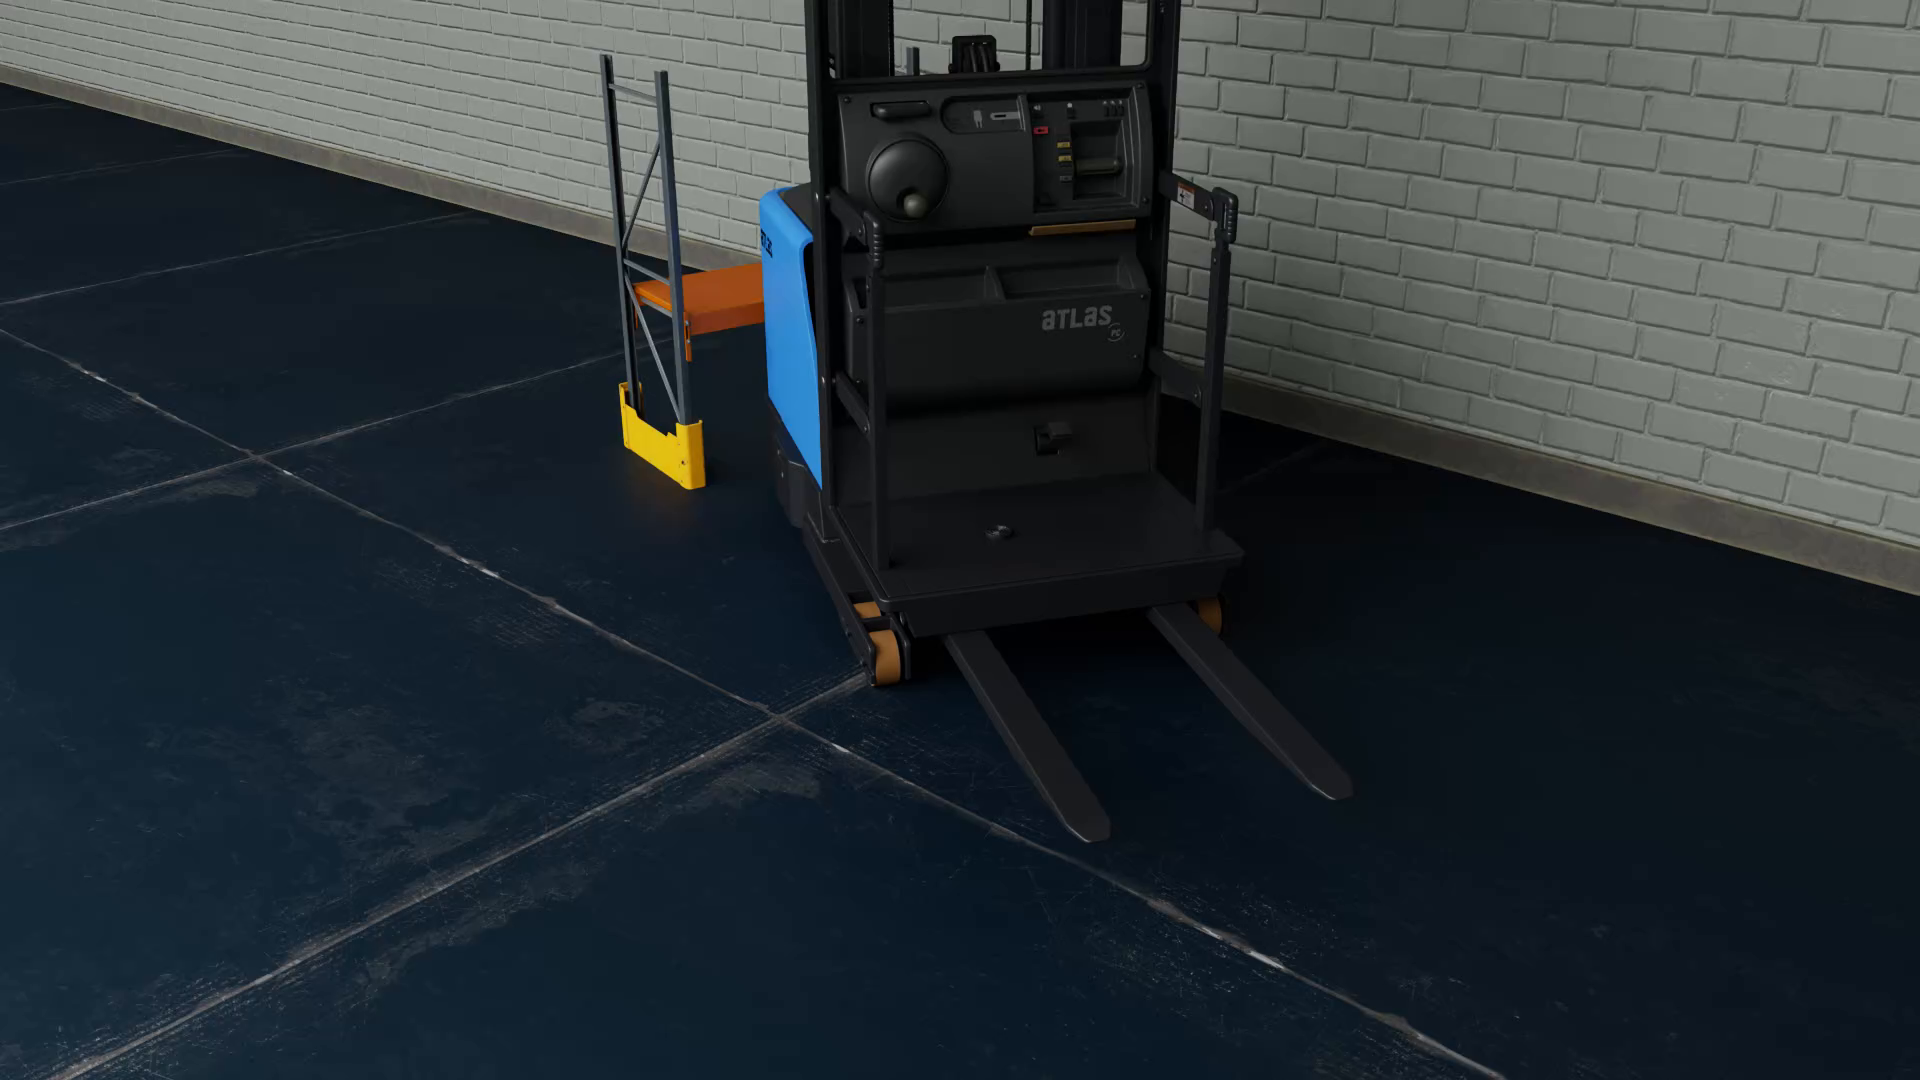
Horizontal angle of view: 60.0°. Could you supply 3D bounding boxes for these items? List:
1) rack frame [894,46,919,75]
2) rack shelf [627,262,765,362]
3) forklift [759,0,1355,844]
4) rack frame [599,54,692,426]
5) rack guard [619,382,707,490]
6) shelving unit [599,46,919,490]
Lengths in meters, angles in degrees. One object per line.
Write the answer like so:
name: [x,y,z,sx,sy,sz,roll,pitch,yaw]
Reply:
rack frame: [-0.305,-1.213,6.622,0.032,1.500,0.500,-16,29,-31]
rack shelf: [-0.722,-0.930,6.431,1.000,0.185,0.538,-16,29,-31]
forklift: [0.175,-1.093,4.605,1.130,2.935,3.031,-7,25,-15]
rack frame: [-1.140,-0.976,6.093,0.032,1.500,0.500,-16,29,-31]
rack guard: [-1.138,-0.406,6.349,0.087,0.250,0.587,-16,29,-31]
shelving unit: [-0.730,-1.092,6.353,1.083,1.500,0.587,-16,29,-31]
